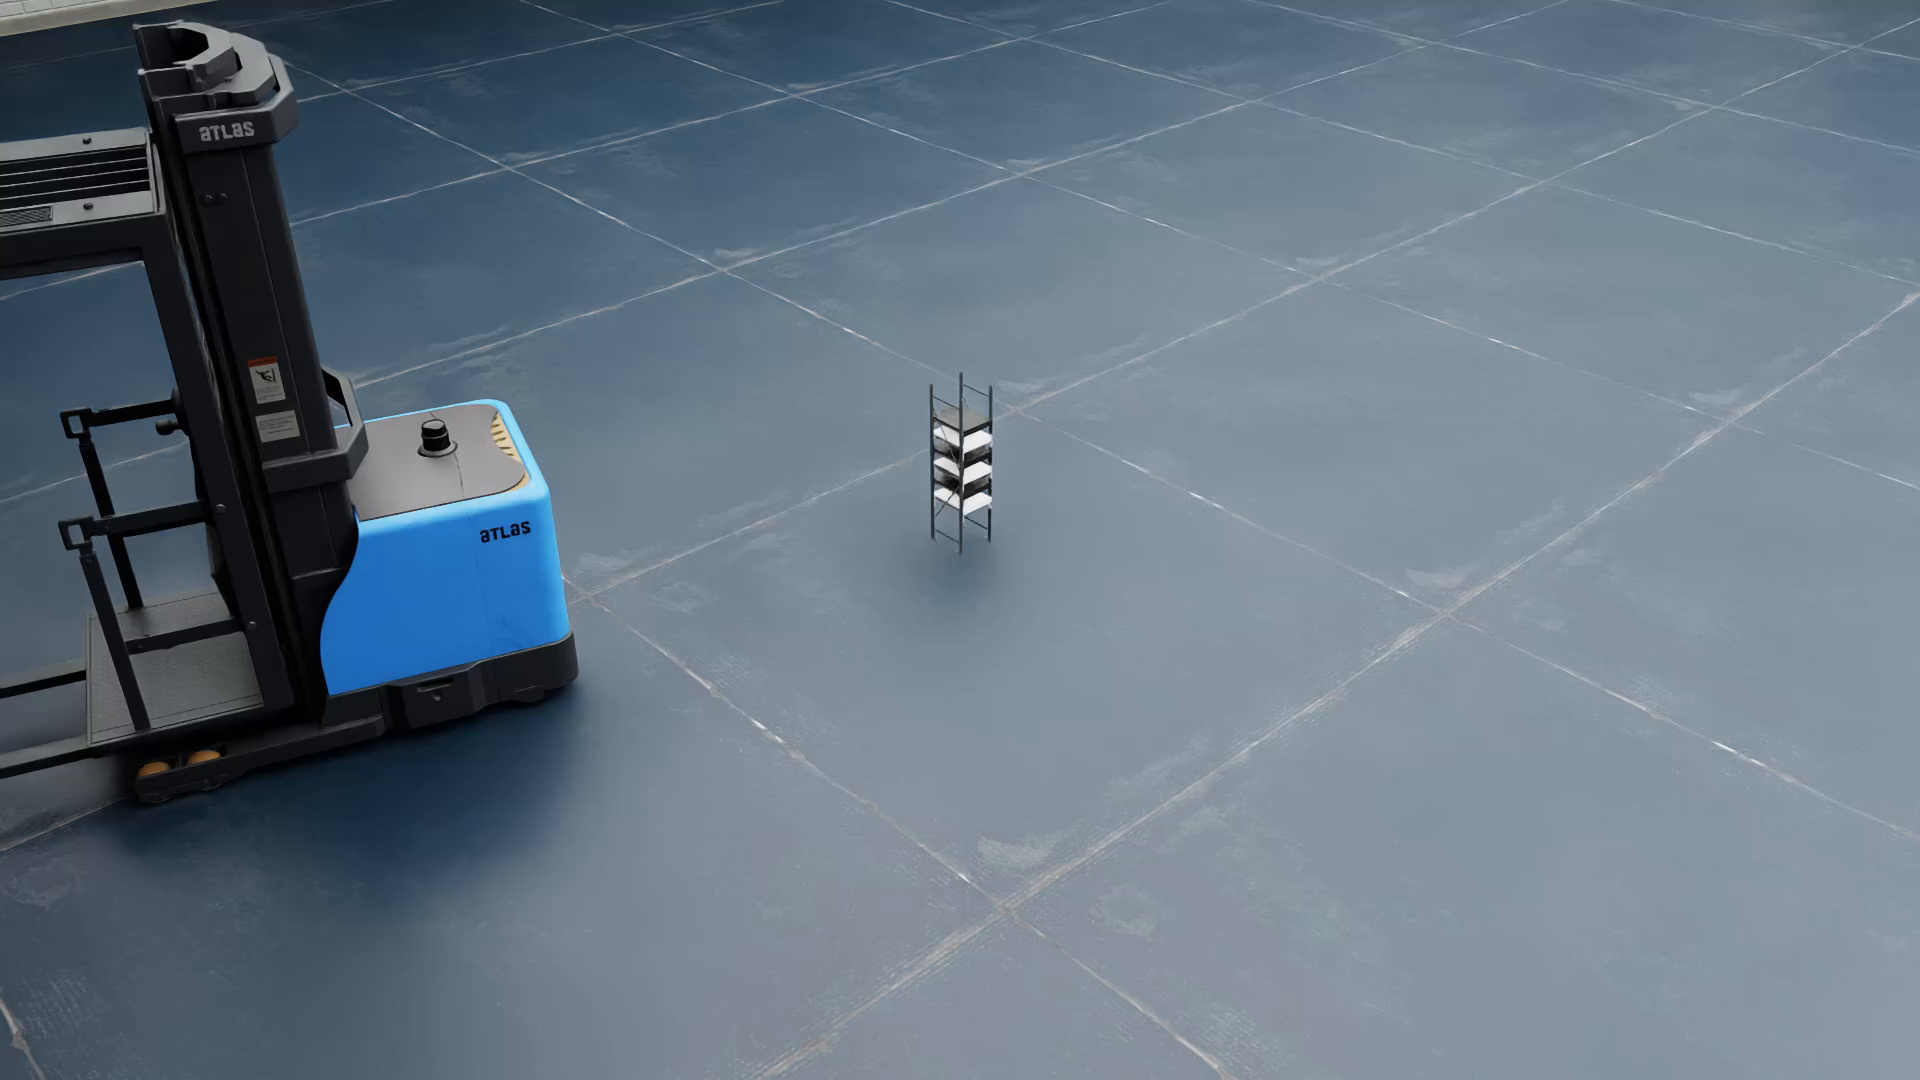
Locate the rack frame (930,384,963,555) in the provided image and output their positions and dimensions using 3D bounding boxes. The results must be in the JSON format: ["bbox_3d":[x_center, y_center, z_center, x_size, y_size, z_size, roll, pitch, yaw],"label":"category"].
[{"bbox_3d":[-0.069,-0.351,8.461,0.006,0.900,0.240,-26,40,-35],"label":"rack frame"}]

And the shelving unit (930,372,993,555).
[{"bbox_3d":[0.006,-0.387,8.520,0.210,0.900,0.258,-26,40,-35],"label":"shelving unit"}]

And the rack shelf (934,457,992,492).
[{"bbox_3d":[0.006,-0.358,8.537,0.200,0.077,0.258,-26,40,-35],"label":"rack shelf"}]

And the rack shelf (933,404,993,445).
[{"bbox_3d":[0.006,-0.589,8.396,0.200,0.077,0.258,-26,40,-35],"label":"rack shelf"}]

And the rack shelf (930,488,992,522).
[{"bbox_3d":[0.006,-0.205,8.631,0.200,0.077,0.258,-26,40,-35],"label":"rack shelf"}]

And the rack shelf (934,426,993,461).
[{"bbox_3d":[0.006,-0.512,8.443,0.200,0.077,0.258,-26,40,-35],"label":"rack shelf"}]

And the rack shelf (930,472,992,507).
[{"bbox_3d":[0.006,-0.282,8.584,0.200,0.077,0.258,-26,40,-35],"label":"rack shelf"}]

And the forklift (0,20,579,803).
[{"bbox_3d":[-3.306,-0.467,6.705,3.031,2.935,1.130,-13,34,-21],"label":"forklift"}]

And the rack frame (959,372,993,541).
[{"bbox_3d":[0.081,-0.423,8.579,0.006,0.900,0.240,-26,40,-35],"label":"rack frame"}]

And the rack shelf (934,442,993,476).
[{"bbox_3d":[0.006,-0.435,8.490,0.200,0.077,0.258,-26,40,-35],"label":"rack shelf"}]
